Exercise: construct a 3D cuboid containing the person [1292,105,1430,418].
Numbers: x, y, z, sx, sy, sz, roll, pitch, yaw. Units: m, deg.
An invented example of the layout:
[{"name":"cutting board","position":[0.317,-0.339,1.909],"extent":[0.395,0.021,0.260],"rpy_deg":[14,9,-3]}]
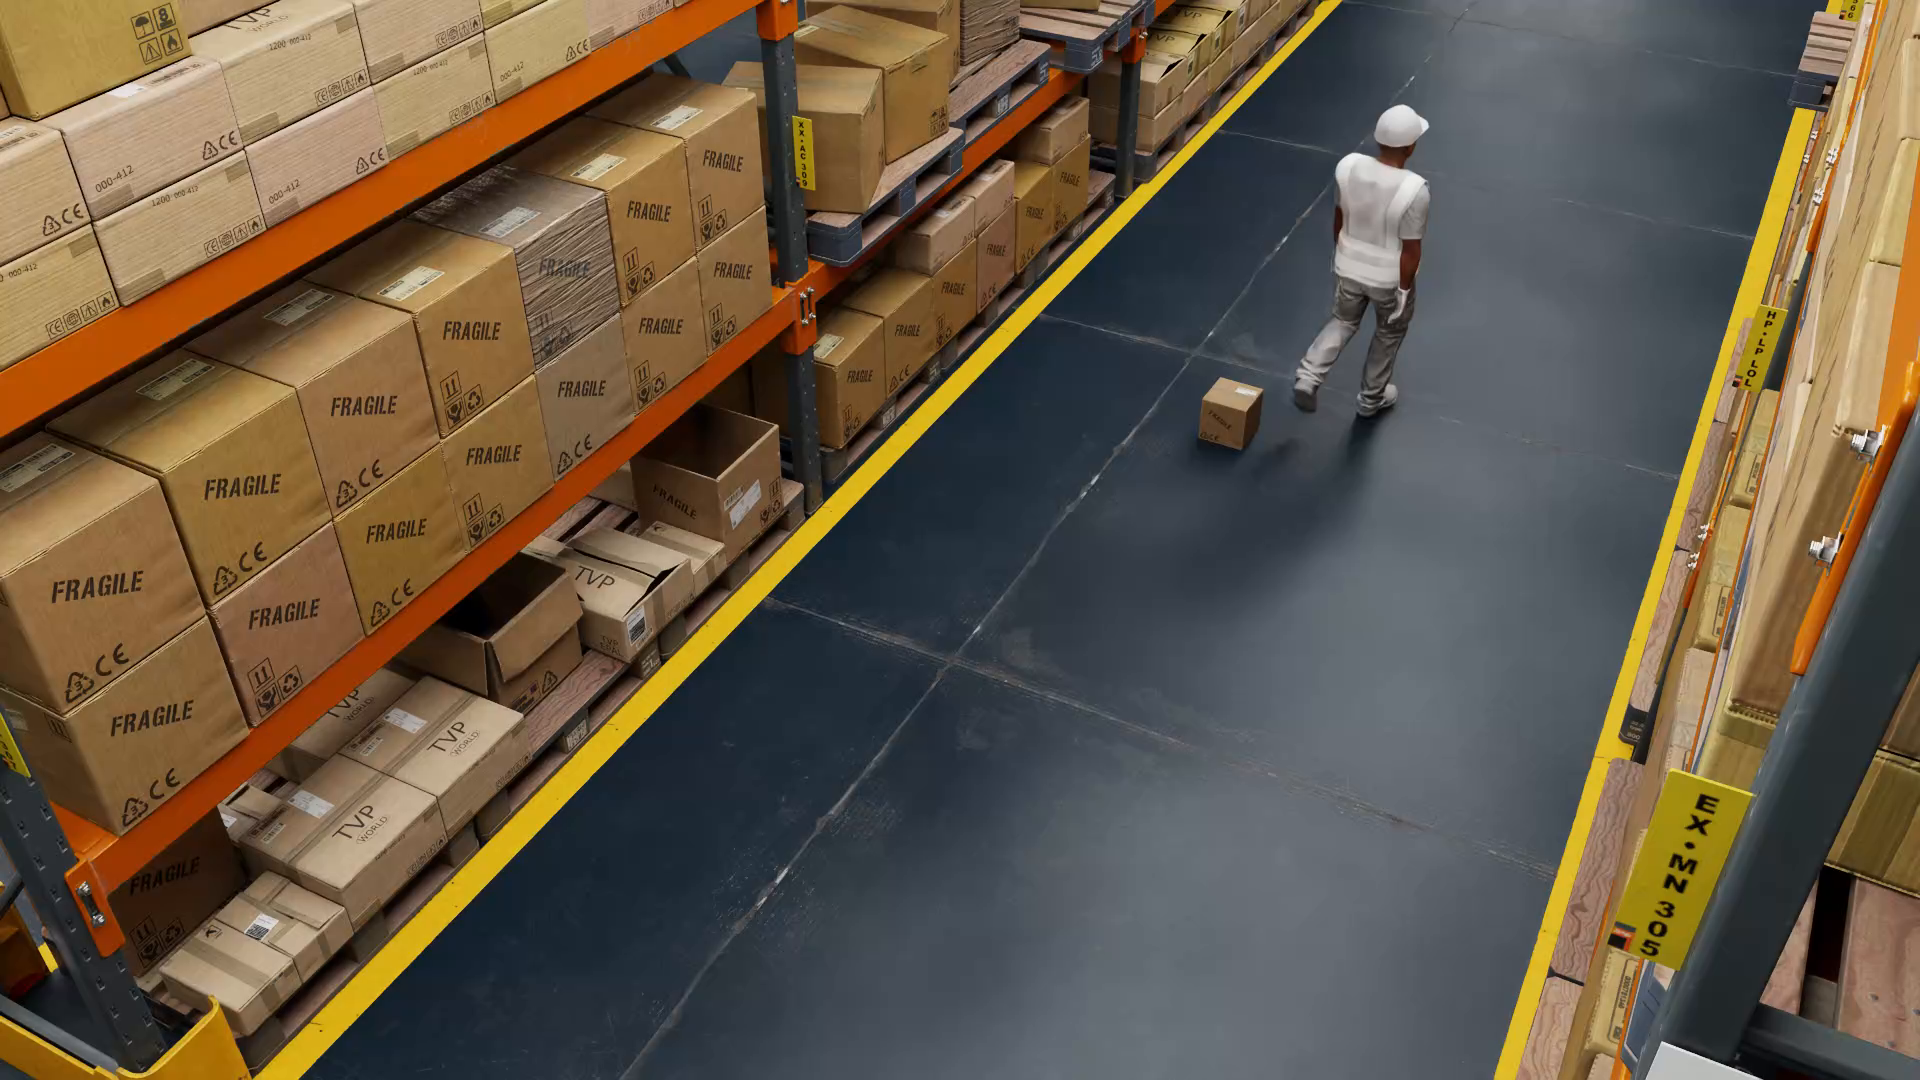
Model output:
[{"name":"person","position":[2.083,-1.368,8.474],"extent":[0.564,1.767,0.731],"rpy_deg":[30,47,33]}]
